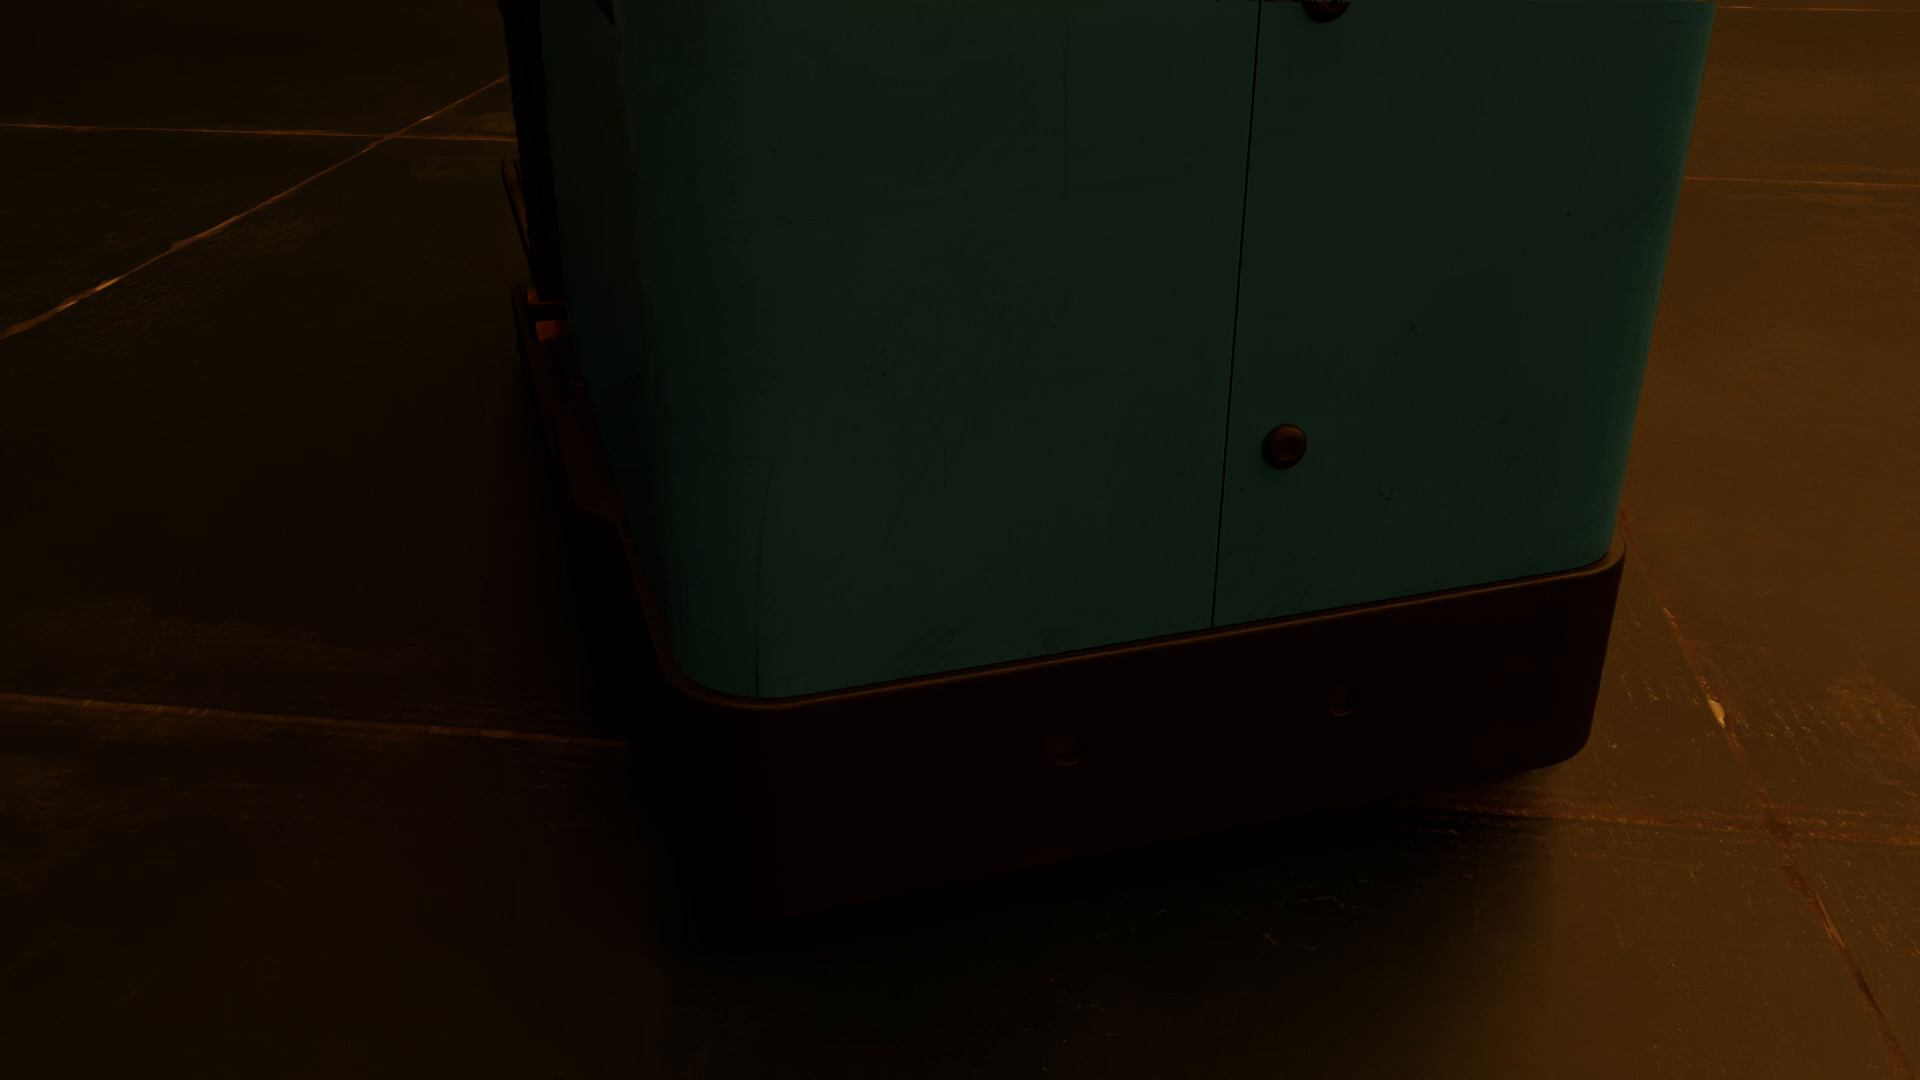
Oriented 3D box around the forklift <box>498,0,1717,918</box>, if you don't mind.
[{"bbox_3d":[-0.208,-1.584,2.393,1.130,2.935,3.031,-8,28,-16],"label":"forklift"}]
